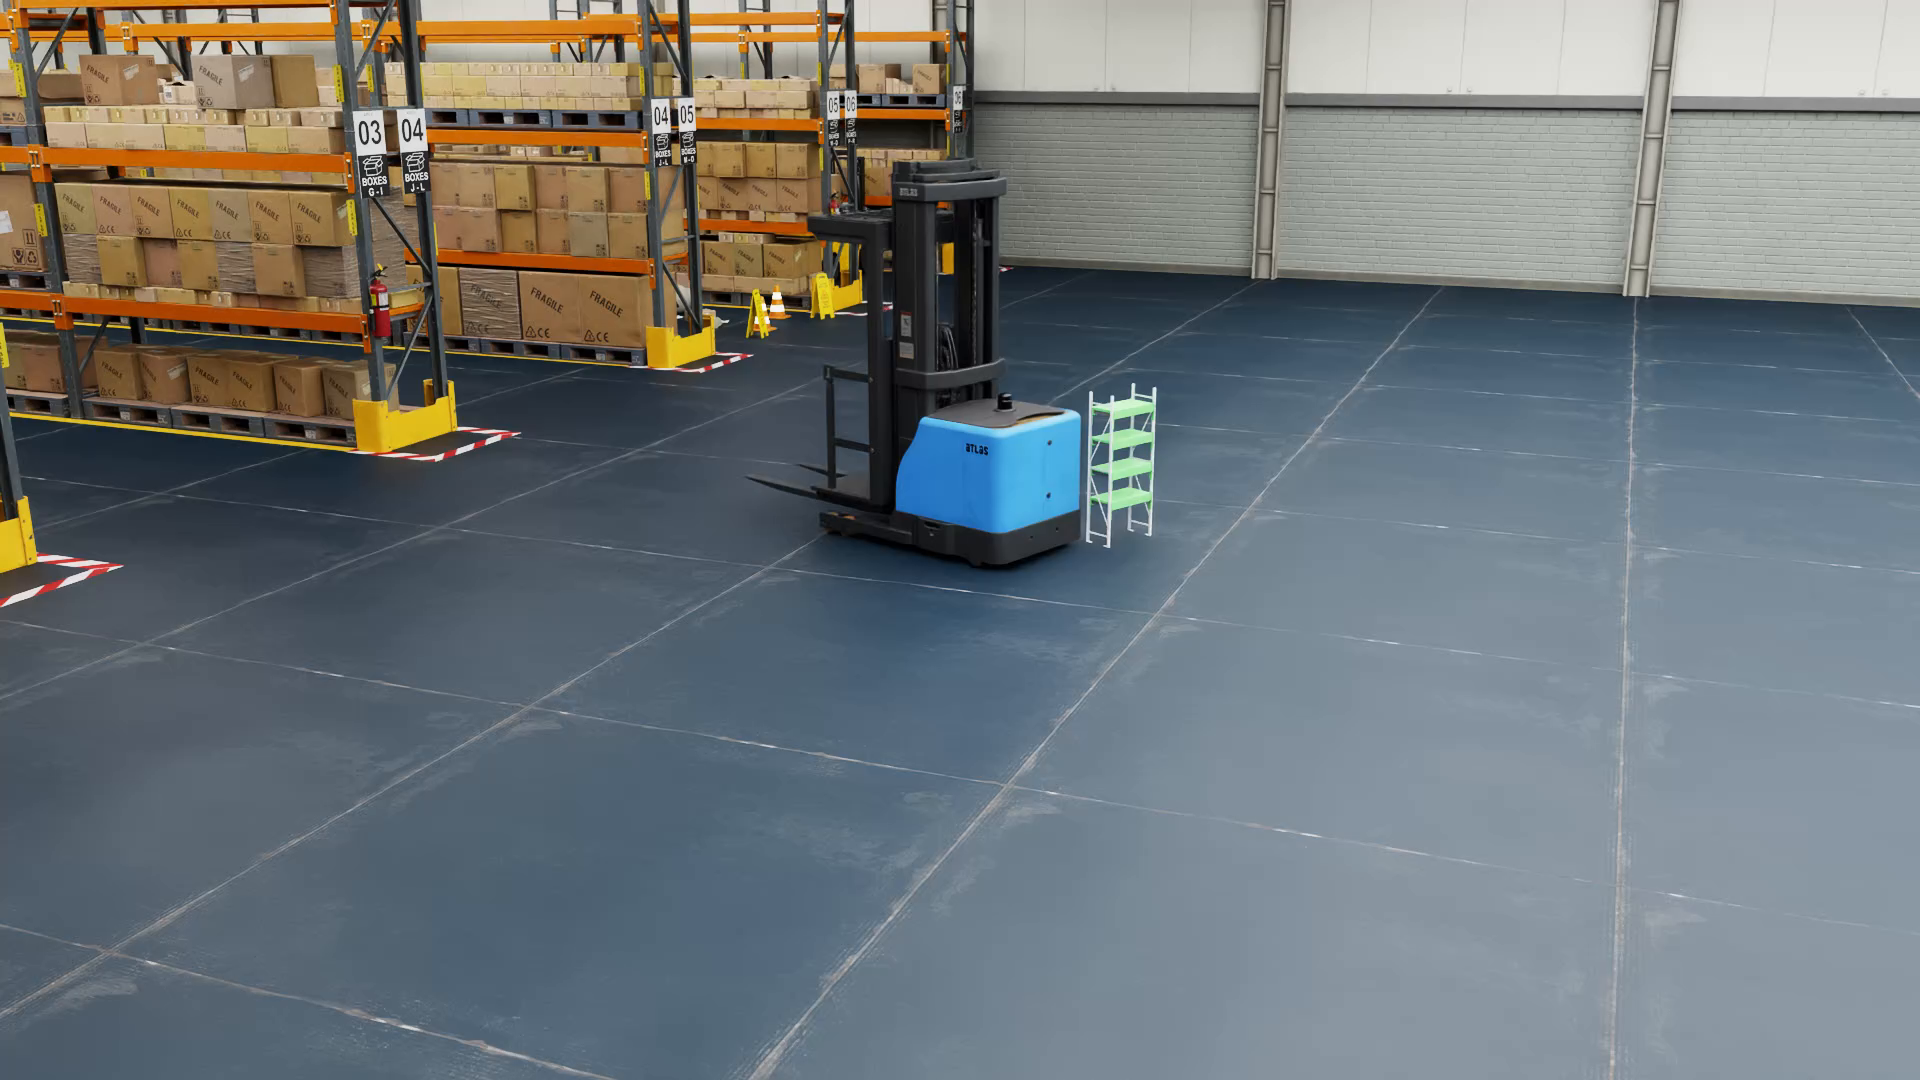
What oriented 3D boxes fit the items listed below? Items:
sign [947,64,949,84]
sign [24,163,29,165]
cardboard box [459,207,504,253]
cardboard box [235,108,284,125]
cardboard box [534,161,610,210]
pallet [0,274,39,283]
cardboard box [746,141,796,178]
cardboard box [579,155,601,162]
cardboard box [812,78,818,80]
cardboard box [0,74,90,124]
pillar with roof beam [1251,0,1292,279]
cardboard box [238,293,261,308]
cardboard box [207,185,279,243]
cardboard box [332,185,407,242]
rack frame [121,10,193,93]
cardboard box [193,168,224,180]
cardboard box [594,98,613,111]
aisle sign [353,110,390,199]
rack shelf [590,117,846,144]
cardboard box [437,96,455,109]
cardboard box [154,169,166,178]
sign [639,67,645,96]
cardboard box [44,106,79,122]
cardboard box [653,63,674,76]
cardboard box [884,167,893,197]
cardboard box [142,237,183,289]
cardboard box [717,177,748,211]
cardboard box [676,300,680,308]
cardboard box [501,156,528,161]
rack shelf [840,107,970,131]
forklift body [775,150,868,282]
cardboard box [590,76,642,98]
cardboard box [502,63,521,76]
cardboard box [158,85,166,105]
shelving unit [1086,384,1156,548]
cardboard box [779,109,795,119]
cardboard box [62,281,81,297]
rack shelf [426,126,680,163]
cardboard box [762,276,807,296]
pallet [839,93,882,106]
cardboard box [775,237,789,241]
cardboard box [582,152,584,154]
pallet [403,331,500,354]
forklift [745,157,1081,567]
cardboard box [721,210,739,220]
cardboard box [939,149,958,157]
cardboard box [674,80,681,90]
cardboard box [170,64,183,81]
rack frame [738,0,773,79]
[{"bbox_3d":[-0.201,-7.984,28.467,0.005,0.325,0.100,6,17,21],"label":"sign"},{"bbox_3d":[-16.900,-6.955,30.055,0.005,0.325,0.100,6,17,21],"label":"sign"},{"bbox_3d":[-5.923,-4.024,21.385,0.550,0.550,0.875,6,17,21],"label":"cardboard box"},{"bbox_3d":[-6.736,-4.078,16.016,0.250,0.149,0.380,6,17,21],"label":"cardboard box"},{"bbox_3d":[-4.876,-4.477,21.008,0.550,0.550,0.875,6,17,21],"label":"cardboard box"},{"bbox_3d":[-11.028,-2.972,18.374,1.213,0.211,1.003,6,17,21],"label":"pallet"},{"bbox_3d":[-2.830,-5.728,25.017,0.500,0.500,0.700,6,17,21],"label":"cardboard box"},{"bbox_3d":[-5.858,-5.932,26.759,0.500,0.500,0.500,7,18,22],"label":"cardboard box"},{"bbox_3d":[-2.440,-8.099,29.621,0.258,0.266,0.396,6,17,19],"label":"cardboard box"},{"bbox_3d":[-9.565,-4.612,17.361,0.637,0.503,0.797,5,17,18],"label":"cardboard box"},{"bbox_3d":[3.696,-7.751,23.732,0.400,9.000,9.100,6,17,21],"label":"pillar with roof beam"},{"bbox_3d":[-6.952,-2.416,16.566,0.250,0.149,0.380,6,17,21],"label":"cardboard box"},{"bbox_3d":[-6.976,-3.202,16.317,0.500,0.500,0.500,6,17,21],"label":"cardboard box"},{"bbox_3d":[-5.854,-3.235,16.431,0.500,0.500,0.500,6,17,21],"label":"cardboard box"},{"bbox_3d":[-10.971,-7.413,22.567,0.127,3.000,1.000,6,17,21],"label":"rack frame"},{"bbox_3d":[-10.086,-4.960,22.906,0.500,0.500,0.700,6,17,20],"label":"cardboard box"},{"bbox_3d":[-4.196,-5.255,20.033,0.250,0.149,0.380,6,17,21],"label":"cardboard box"},{"bbox_3d":[-5.495,-3.602,15.537,0.004,0.787,0.394,6,17,21],"label":"aisle sign"},{"bbox_3d":[-3.667,-6.307,25.429,4.000,0.370,1.077,6,17,21],"label":"rack shelf"},{"bbox_3d":[-6.330,-5.489,20.839,0.250,0.149,0.380,6,17,20],"label":"cardboard box"},{"bbox_3d":[-13.975,-6.315,29.368,0.500,0.500,0.500,6,17,19],"label":"cardboard box"},{"bbox_3d":[-3.741,-5.402,19.574,0.005,0.325,0.100,6,17,21],"label":"sign"},{"bbox_3d":[-8.974,-4.293,16.756,0.250,0.149,0.380,6,17,19],"label":"cardboard box"},{"bbox_3d":[-3.722,-5.783,20.419,0.250,0.149,0.380,6,17,21],"label":"cardboard box"},{"bbox_3d":[-1.022,-6.381,29.594,0.500,0.500,0.500,7,18,22],"label":"cardboard box"},{"bbox_3d":[-7.813,-2.890,17.035,0.500,0.500,0.875,6,17,21],"label":"cardboard box"},{"bbox_3d":[-3.341,-5.287,25.292,0.500,0.500,0.500,6,17,20],"label":"cardboard box"},{"bbox_3d":[-4.369,-3.332,23.747,0.637,0.503,0.797,-5,17,-18],"label":"cardboard box"},{"bbox_3d":[-6.981,-5.902,26.656,0.500,0.500,0.500,7,18,23],"label":"cardboard box"},{"bbox_3d":[-1.849,-7.595,29.865,4.000,0.370,1.077,6,17,21],"label":"rack shelf"},{"bbox_3d":[-2.422,-5.608,28.635,1.214,2.155,2.313,6,17,21],"label":"forklift body"},{"bbox_3d":[-4.086,-5.452,19.996,0.500,0.250,0.500,7,17,21],"label":"cardboard box"},{"bbox_3d":[-5.385,-5.768,20.370,0.250,0.149,0.380,6,17,21],"label":"cardboard box"},{"bbox_3d":[-11.404,-6.148,23.410,0.500,0.500,0.500,6,17,21],"label":"cardboard box"},{"bbox_3d":[1.262,-0.587,13.044,0.503,1.200,0.258,-14,22,-41],"label":"shelving unit"},{"bbox_3d":[-2.484,-6.308,24.593,0.250,0.149,0.380,6,17,21],"label":"cardboard box"},{"bbox_3d":[-9.074,-2.626,17.289,0.250,0.149,0.380,6,17,21],"label":"cardboard box"},{"bbox_3d":[-5.389,-5.013,20.971,4.000,0.370,1.077,6,17,21],"label":"rack shelf"},{"bbox_3d":[-2.679,-3.904,25.420,0.500,0.250,0.500,6,17,20],"label":"cardboard box"},{"bbox_3d":[-1.776,-7.897,29.773,1.213,0.211,1.003,6,17,21],"label":"pallet"},{"bbox_3d":[-2.966,-4.458,25.982,0.500,0.500,0.500,6,17,19],"label":"cardboard box"},{"bbox_3d":[-6.993,-7.337,31.724,0.250,0.149,0.380,7,17,22],"label":"cardboard box"},{"bbox_3d":[-6.571,-2.685,22.045,1.213,0.211,1.003,6,17,21],"label":"pallet"},{"bbox_3d":[-0.496,-1.533,13.196,3.031,2.935,1.130,14,21,40],"label":"forklift"},{"bbox_3d":[-3.448,-4.982,25.406,0.250,0.149,0.380,6,17,20],"label":"cardboard box"},{"bbox_3d":[-0.223,-6.887,29.641,0.250,0.149,0.380,6,17,20],"label":"cardboard box"},{"bbox_3d":[-4.123,-6.884,25.145,0.250,0.149,0.380,6,17,20],"label":"cardboard box"},{"bbox_3d":[-13.440,-8.088,29.161,0.500,0.500,0.500,7,17,22],"label":"cardboard box"},{"bbox_3d":[-3.710,-9.585,30.051,0.127,3.000,1.000,6,17,21],"label":"rack frame"}]
